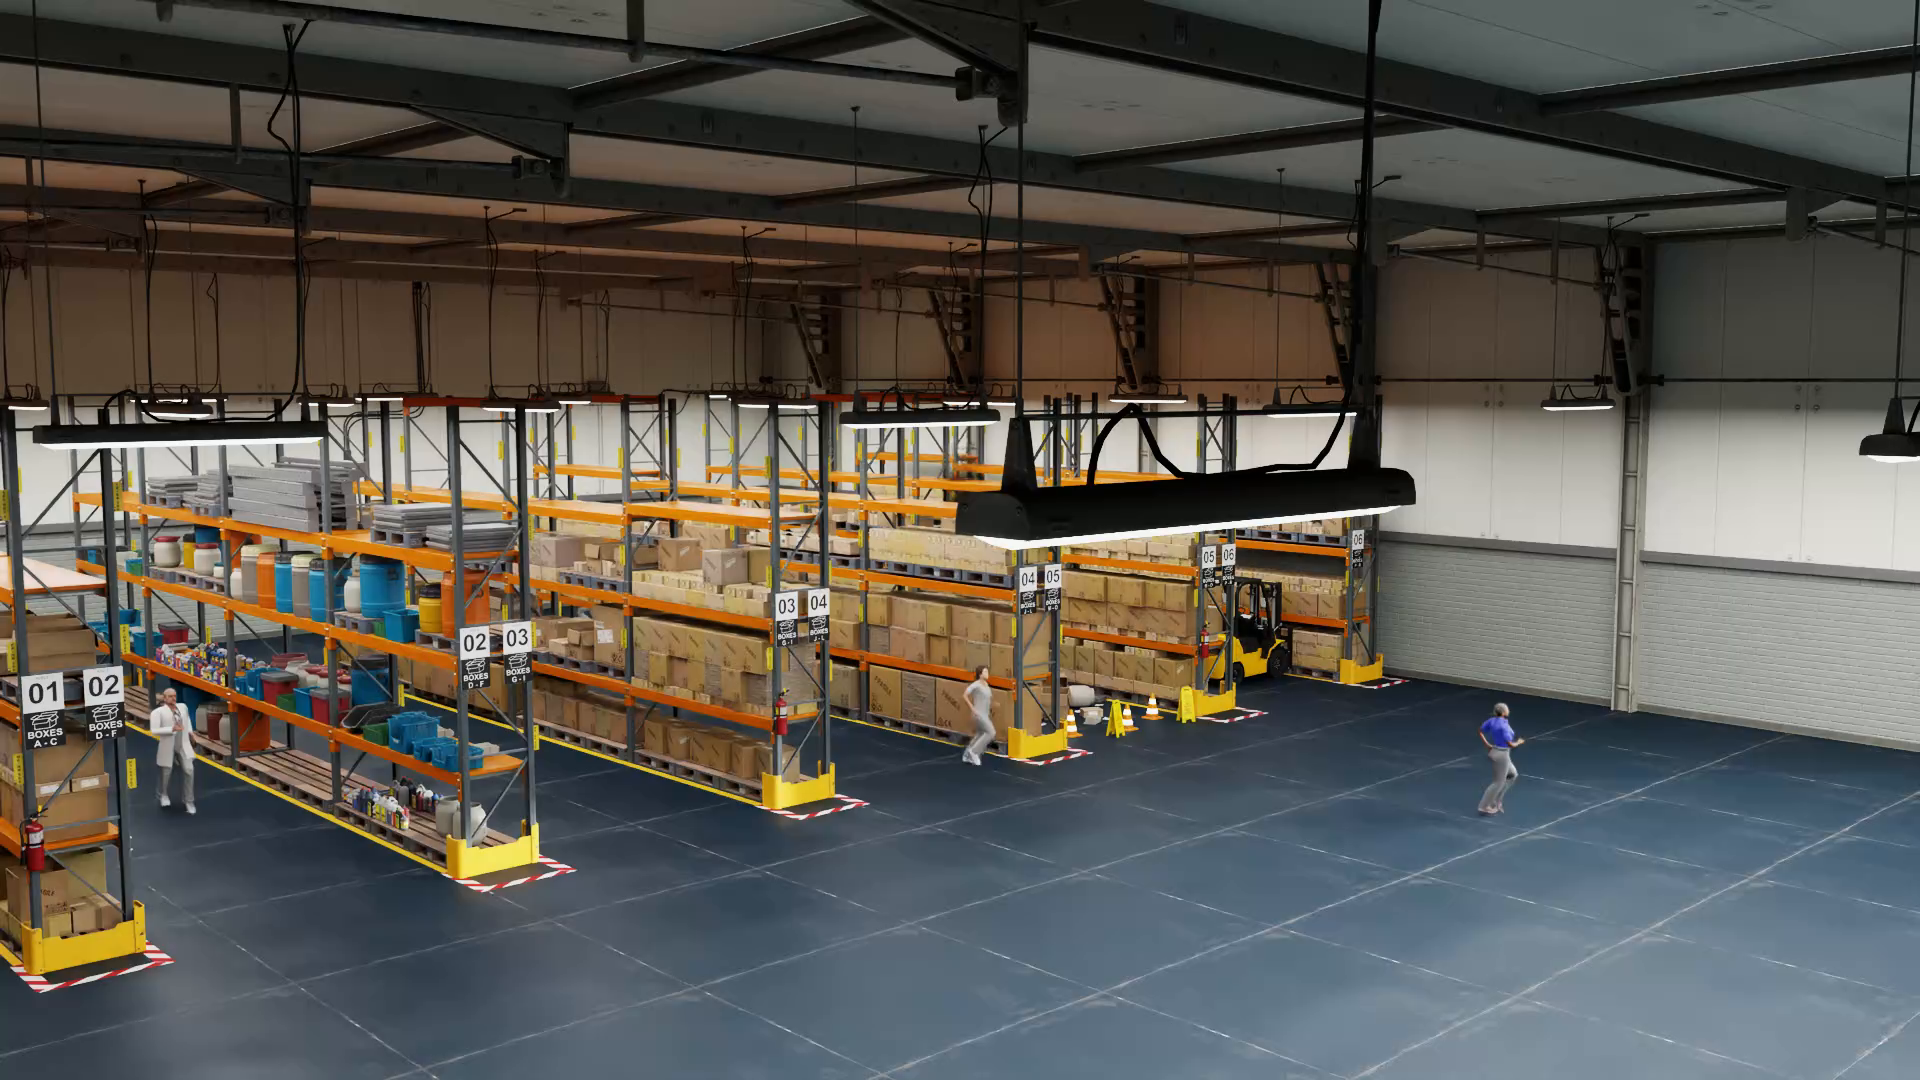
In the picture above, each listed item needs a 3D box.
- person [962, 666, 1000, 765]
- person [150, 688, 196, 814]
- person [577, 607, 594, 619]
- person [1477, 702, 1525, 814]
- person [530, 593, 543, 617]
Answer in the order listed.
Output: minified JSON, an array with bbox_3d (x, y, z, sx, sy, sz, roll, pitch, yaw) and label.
[{"bbox_3d":[0.351,2.870,27.332,0.628,1.624,0.545,3,6,24],"label":"person"},{"bbox_3d":[-11.546,3.086,24.396,0.866,1.846,0.677,5,8,43],"label":"person"},{"bbox_3d":[-9.162,1.497,41.028,0.675,1.800,0.729,2,6,16],"label":"person"},{"bbox_3d":[7.872,3.177,24.179,0.688,1.664,0.544,0,6,-3],"label":"person"},{"bbox_3d":[-9.563,1.976,37.047,0.623,1.594,0.561,-5,7,-39],"label":"person"}]
